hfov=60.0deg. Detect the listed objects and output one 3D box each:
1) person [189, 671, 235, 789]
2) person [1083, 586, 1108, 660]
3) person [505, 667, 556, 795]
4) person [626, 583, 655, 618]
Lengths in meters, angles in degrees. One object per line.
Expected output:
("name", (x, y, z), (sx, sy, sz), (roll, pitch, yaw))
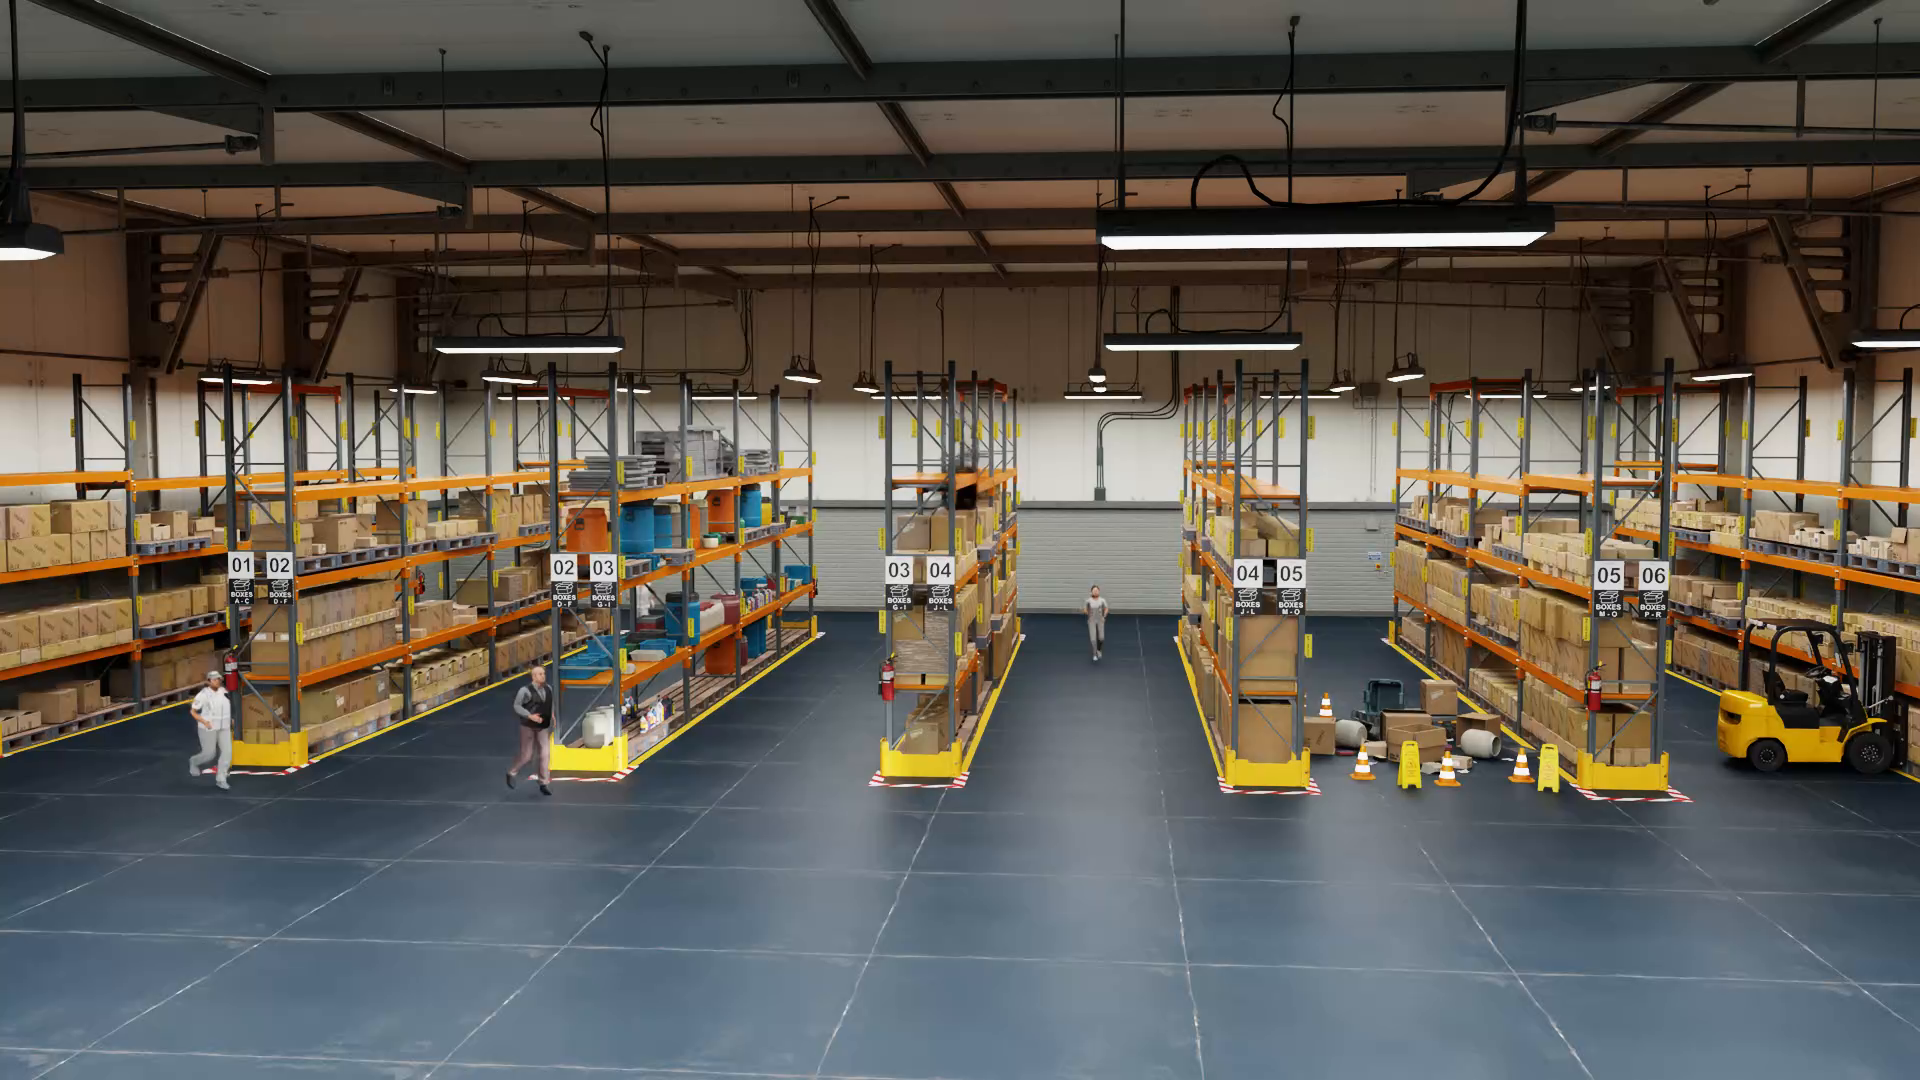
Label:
("person", (-10.513, 2.661, 23.430), (0.794, 1.649, 0.627), (3, 5, 34))
("person", (2.952, 1.809, 36.050), (0.555, 1.626, 0.556), (0, 4, 1))
("person", (-5.903, 2.617, 23.136), (0.882, 1.726, 0.716), (2, 4, 33))
("person", (-7.298, 1.602, 37.926), (0.634, 1.818, 0.880), (0, 4, -1))
